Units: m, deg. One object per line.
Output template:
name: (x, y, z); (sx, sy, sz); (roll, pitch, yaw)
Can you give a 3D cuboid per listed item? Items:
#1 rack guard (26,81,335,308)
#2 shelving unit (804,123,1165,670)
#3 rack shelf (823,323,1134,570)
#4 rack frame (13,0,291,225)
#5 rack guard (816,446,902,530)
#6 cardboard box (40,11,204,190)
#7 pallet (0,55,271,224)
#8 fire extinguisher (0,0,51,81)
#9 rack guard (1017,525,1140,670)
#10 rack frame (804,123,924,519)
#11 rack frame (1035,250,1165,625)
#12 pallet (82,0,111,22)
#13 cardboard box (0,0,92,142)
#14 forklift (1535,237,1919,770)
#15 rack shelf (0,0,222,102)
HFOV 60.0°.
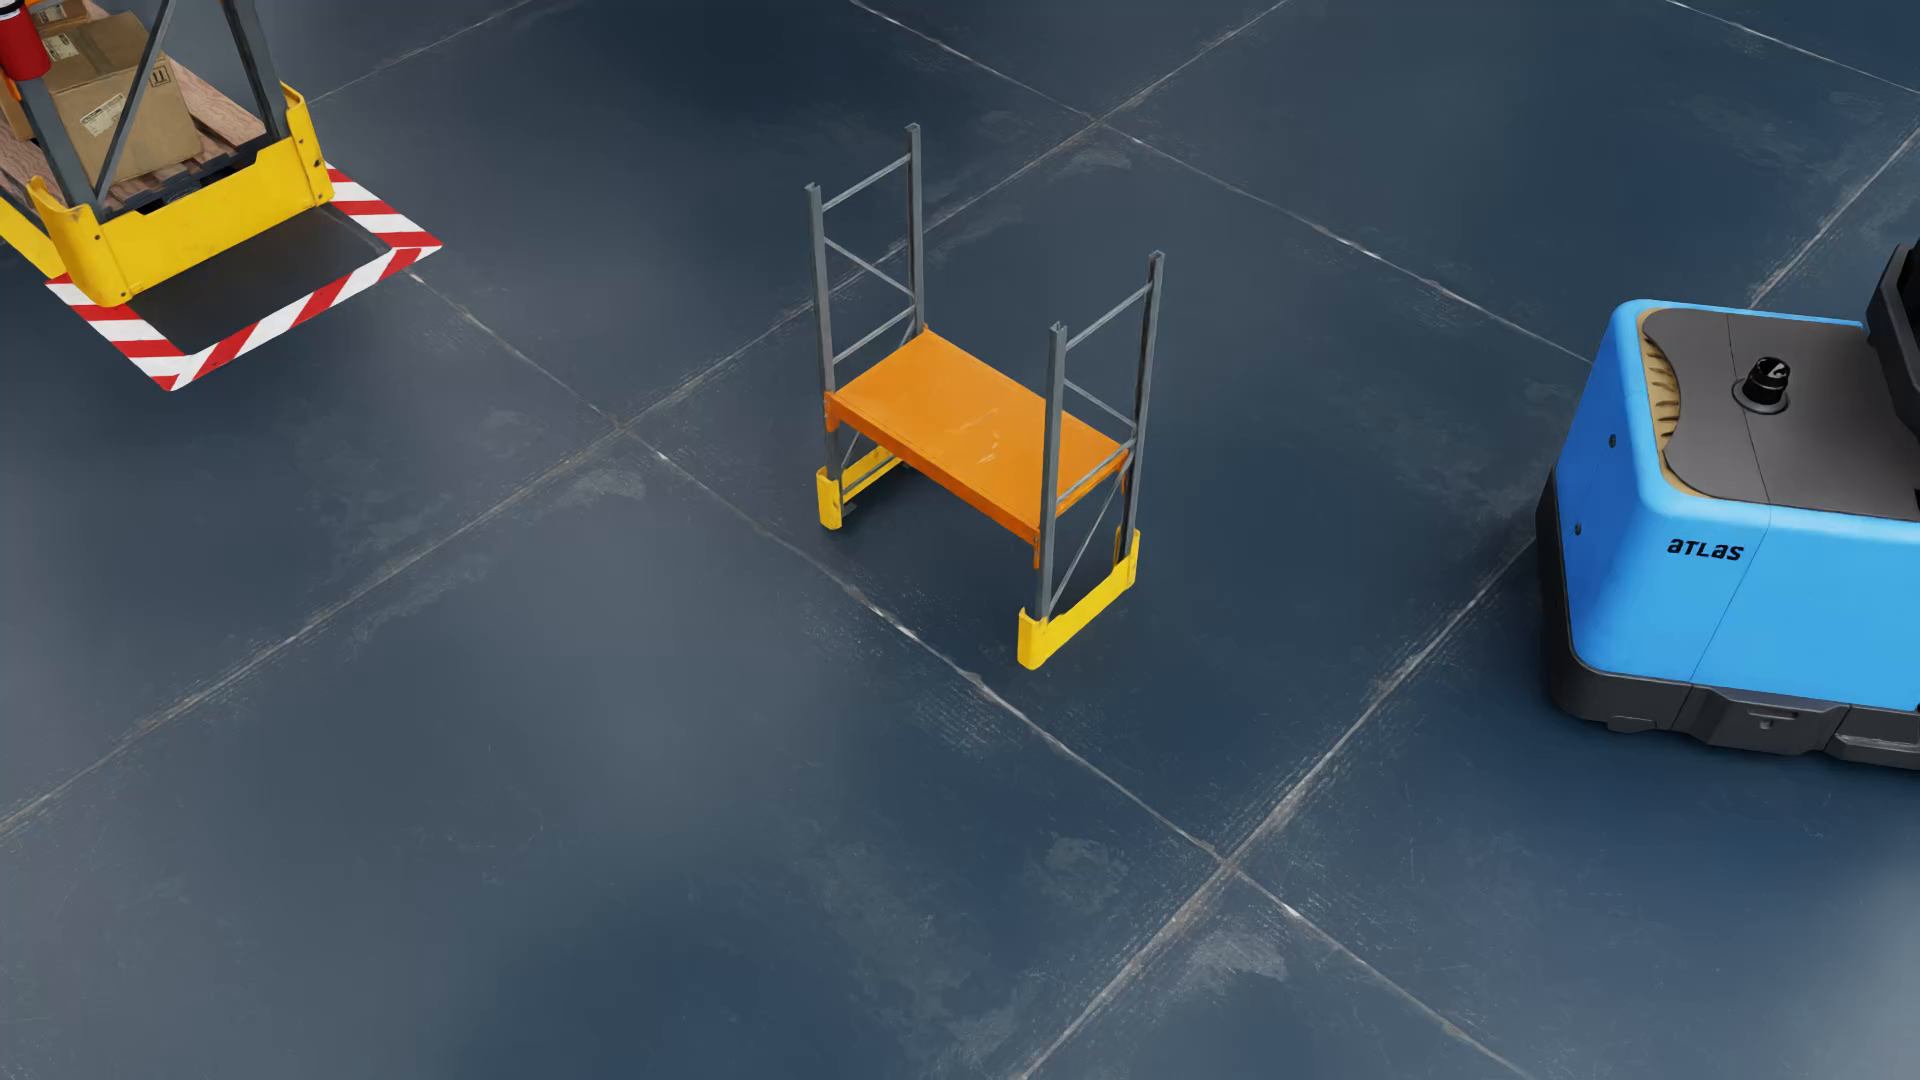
rack guard: (-3.416, -1.554, 7.366); (0.348, 0.500, 1.175); (34, 55, 28)
shelving unit: (0.056, -0.476, 5.668); (1.083, 1.500, 0.587); (34, 55, 28)
rack shelf: (0.063, -0.348, 5.795); (1.000, 0.185, 0.538); (34, 55, 28)
rack frame: (-3.361, -2.372, 6.420); (0.127, 3.000, 1.000); (34, 55, 28)
rack guard: (-0.310, -0.294, 6.355); (0.087, 0.250, 0.587); (34, 55, 28)
cardboard box: (-3.808, -1.978, 7.476); (0.500, 0.500, 0.500); (-28, 53, -24)
pallet: (-3.989, -1.876, 7.867); (1.213, 0.211, 1.003); (34, 55, 28)
fire extinguisher: (-3.589, -2.042, 6.163); (0.183, 0.674, 0.296); (34, 55, 28)
rack guard: (0.422, 0.198, 5.892); (0.087, 0.250, 0.587); (34, 55, 28)
rack frame: (-0.311, -0.723, 5.900); (0.032, 1.500, 0.500); (34, 55, 28)
rack frame: (0.436, -0.220, 5.428); (0.032, 1.500, 0.500); (34, 55, 28)
pallet: (-4.882, -2.479, 8.433); (1.213, 0.211, 1.003); (34, 55, 28)
cardboard box: (-4.271, -2.255, 7.737); (0.500, 0.500, 0.500); (-25, 52, -21)
forklift: (3.578, -0.553, 4.759); (3.031, 2.935, 1.130); (7, 47, 7)
rack shelf: (-4.830, -3.115, 7.611); (4.000, 0.370, 1.077); (34, 55, 28)
